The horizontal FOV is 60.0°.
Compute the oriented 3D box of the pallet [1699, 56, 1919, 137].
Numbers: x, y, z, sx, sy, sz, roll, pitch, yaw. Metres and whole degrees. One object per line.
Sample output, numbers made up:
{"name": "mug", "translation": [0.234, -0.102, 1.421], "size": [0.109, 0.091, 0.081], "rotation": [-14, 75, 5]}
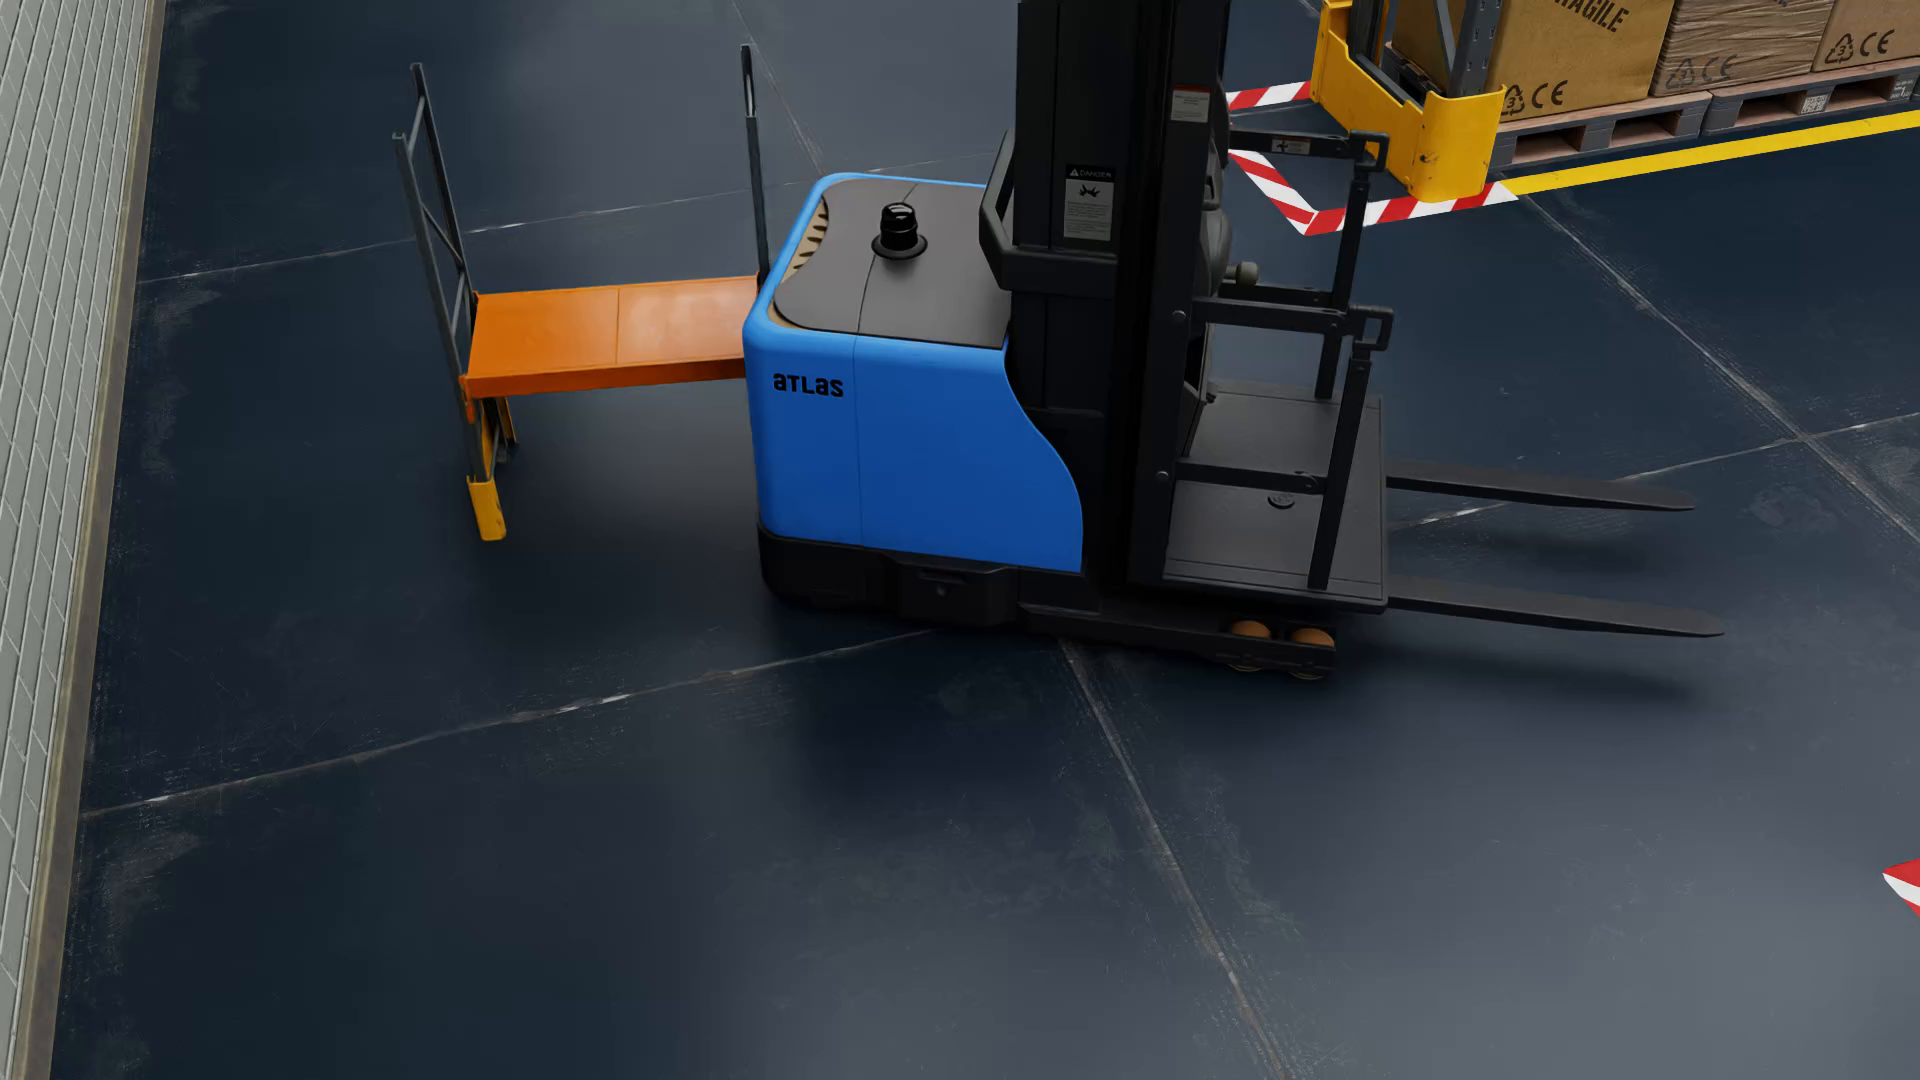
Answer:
{"name": "pallet", "translation": [3.985, -2.437, 8.378], "size": [1.213, 0.211, 1.003], "rotation": [-12, 42, -13]}

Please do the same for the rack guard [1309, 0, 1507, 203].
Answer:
{"name": "rack guard", "translation": [2.061, -2.095, 7.768], "size": [0.348, 0.500, 1.175], "rotation": [-12, 42, -13]}

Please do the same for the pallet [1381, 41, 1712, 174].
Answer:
{"name": "pallet", "translation": [2.823, -2.198, 8.105], "size": [1.213, 0.211, 1.003], "rotation": [-12, 42, -13]}

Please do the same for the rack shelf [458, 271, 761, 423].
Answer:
{"name": "rack shelf", "translation": [-1.152, -0.664, 5.643], "size": [1.000, 0.185, 0.538], "rotation": [-5, 41, -6]}

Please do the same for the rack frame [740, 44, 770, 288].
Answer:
{"name": "rack frame", "translation": [-0.648, -0.843, 5.576], "size": [0.032, 1.500, 0.500], "rotation": [-5, 41, -6]}

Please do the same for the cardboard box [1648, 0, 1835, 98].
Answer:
{"name": "cardboard box", "translation": [3.538, -2.755, 7.920], "size": [0.875, 0.875, 0.875], "rotation": [-12, 42, -13]}

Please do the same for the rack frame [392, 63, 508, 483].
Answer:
{"name": "rack frame", "translation": [-1.656, -0.755, 5.474], "size": [0.032, 1.500, 0.500], "rotation": [-5, 41, -6]}

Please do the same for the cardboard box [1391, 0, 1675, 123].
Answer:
{"name": "cardboard box", "translation": [2.670, -2.576, 7.714], "size": [0.875, 0.875, 0.875], "rotation": [-12, 42, -13]}

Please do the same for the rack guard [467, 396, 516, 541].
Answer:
{"name": "rack guard", "translation": [-1.654, -0.284, 5.885], "size": [0.087, 0.250, 0.587], "rotation": [-5, 41, -6]}

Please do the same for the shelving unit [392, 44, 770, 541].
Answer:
{"name": "shelving unit", "translation": [-1.161, -0.798, 5.524], "size": [1.083, 1.500, 0.587], "rotation": [-5, 41, -6]}

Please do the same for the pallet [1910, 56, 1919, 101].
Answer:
{"name": "pallet", "translation": [5.150, -2.680, 8.657], "size": [1.213, 0.211, 1.003], "rotation": [-12, 42, -13]}

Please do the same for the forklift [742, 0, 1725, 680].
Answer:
{"name": "forklift", "translation": [0.911, -1.044, 4.718], "size": [3.031, 2.935, 1.130], "rotation": [7, 42, 8]}

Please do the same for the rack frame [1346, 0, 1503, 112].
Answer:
{"name": "rack frame", "translation": [2.084, -3.041, 6.951], "size": [0.127, 3.000, 1.000], "rotation": [-12, 42, -13]}

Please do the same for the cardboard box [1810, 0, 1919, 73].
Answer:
{"name": "cardboard box", "translation": [4.387, -2.931, 8.121], "size": [0.875, 0.875, 0.875], "rotation": [-12, 42, -13]}
